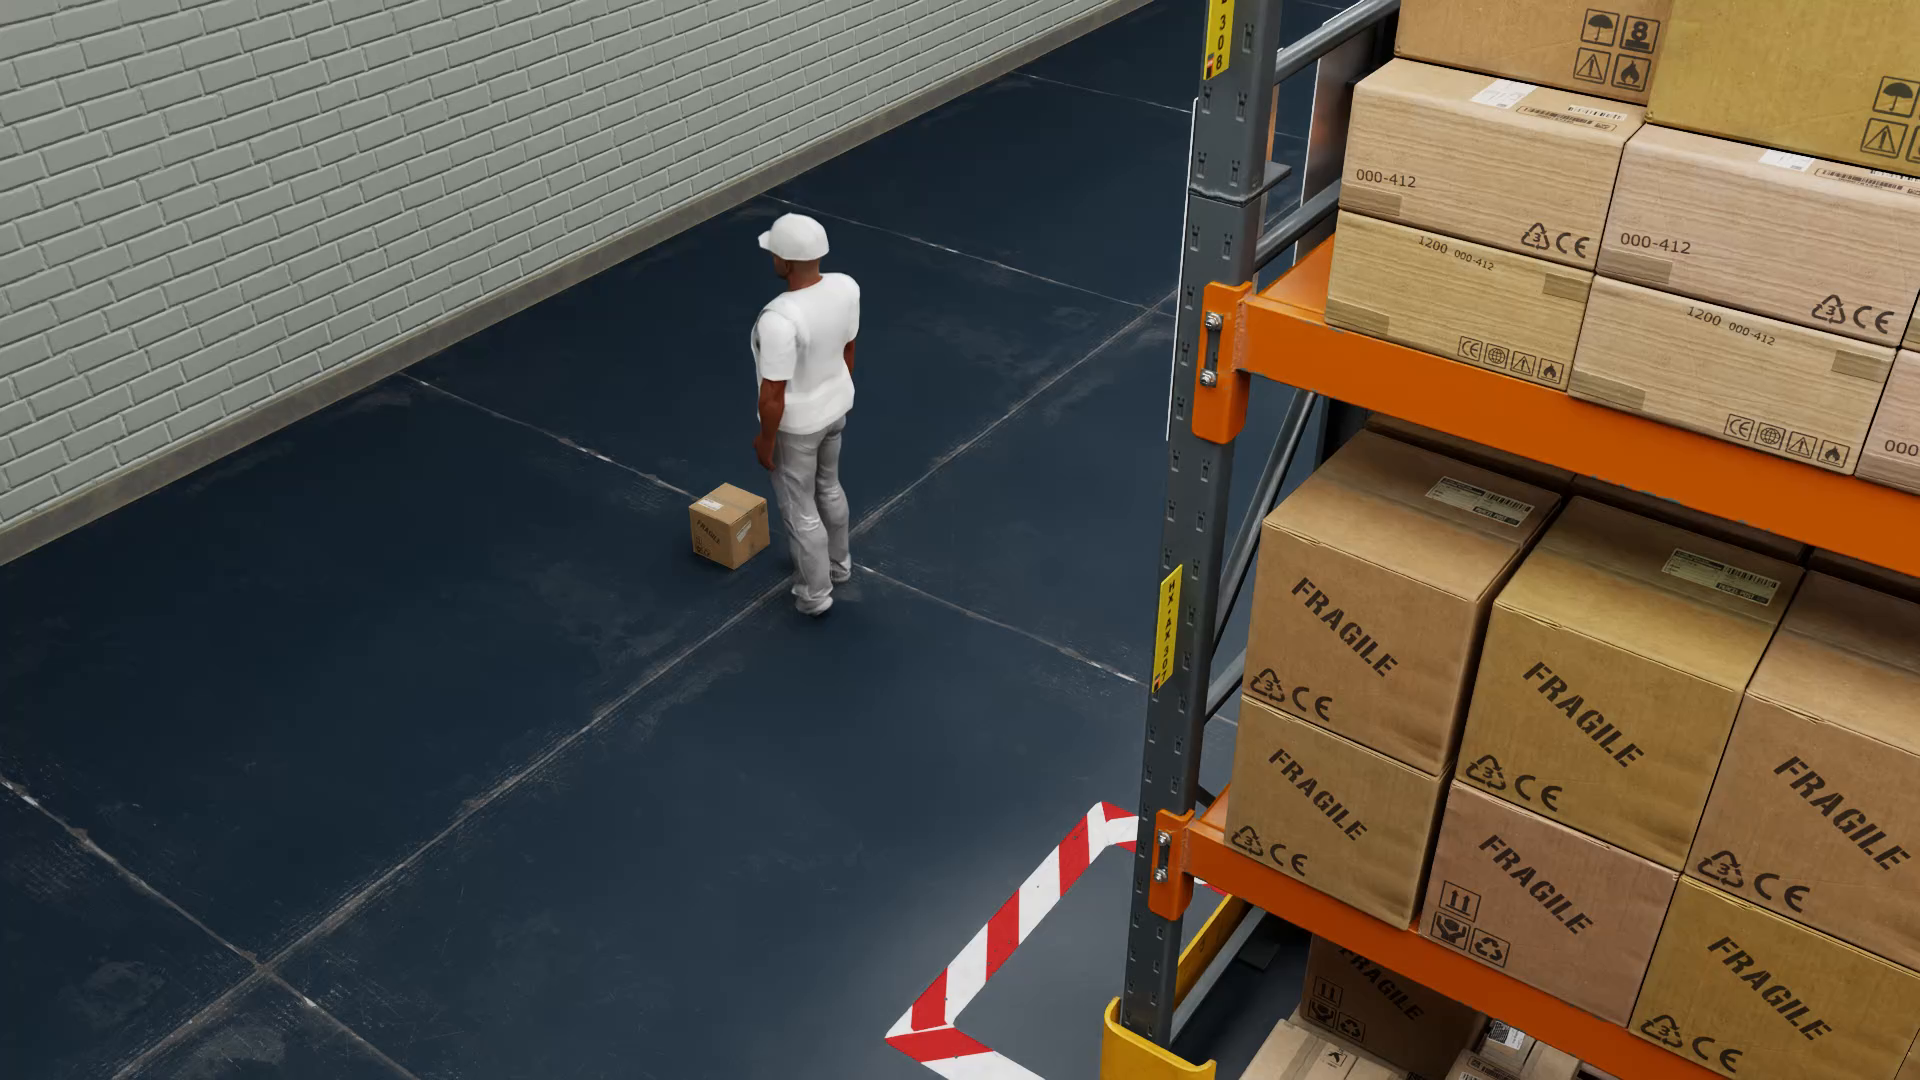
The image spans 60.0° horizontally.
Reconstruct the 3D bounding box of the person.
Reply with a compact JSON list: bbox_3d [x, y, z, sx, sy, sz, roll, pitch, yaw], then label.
[{"bbox_3d":[-0.648,-0.491,6.918,0.406,1.849,0.567,22,40,29],"label":"person"}]
